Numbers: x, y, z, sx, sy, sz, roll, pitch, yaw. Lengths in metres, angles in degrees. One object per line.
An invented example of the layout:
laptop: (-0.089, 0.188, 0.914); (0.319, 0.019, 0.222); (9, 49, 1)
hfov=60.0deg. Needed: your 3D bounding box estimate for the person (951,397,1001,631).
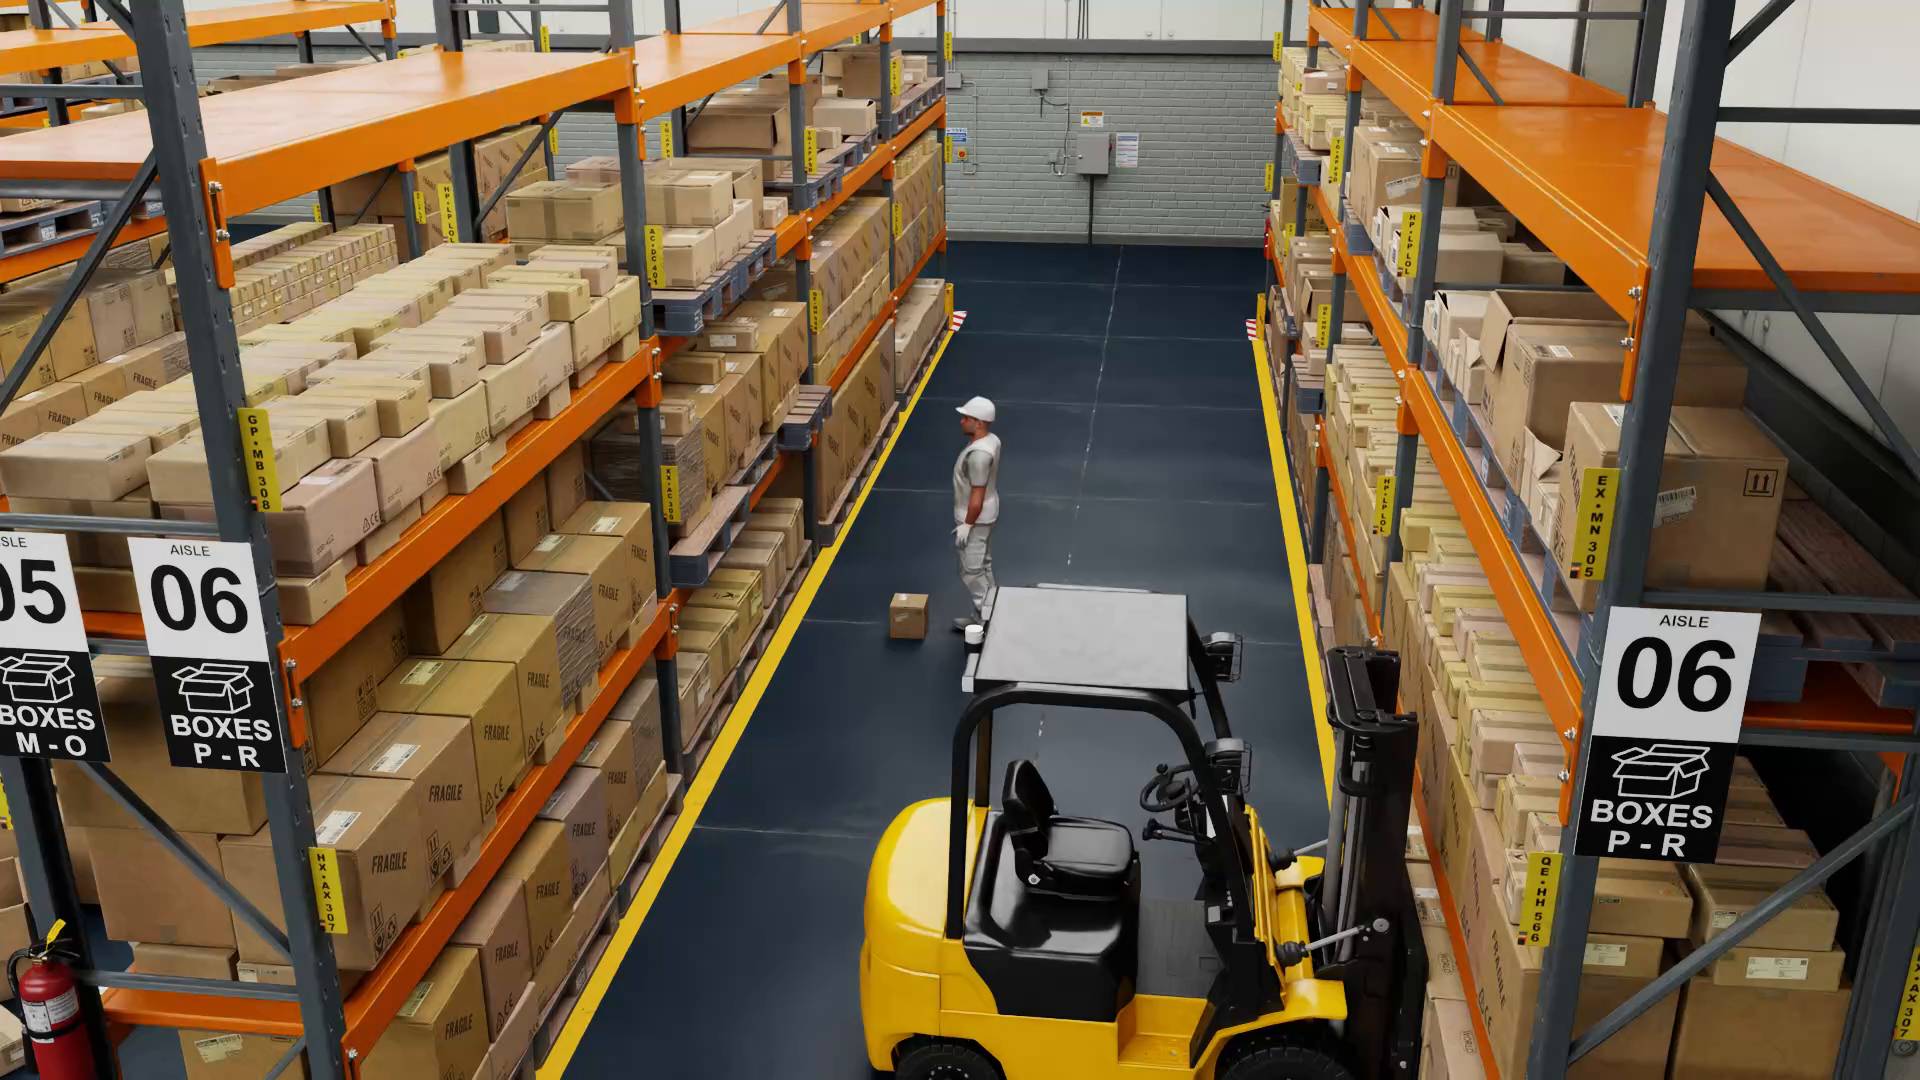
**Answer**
person: (0.120, -0.139, 11.834); (0.382, 1.808, 0.545); (3, 21, 8)
